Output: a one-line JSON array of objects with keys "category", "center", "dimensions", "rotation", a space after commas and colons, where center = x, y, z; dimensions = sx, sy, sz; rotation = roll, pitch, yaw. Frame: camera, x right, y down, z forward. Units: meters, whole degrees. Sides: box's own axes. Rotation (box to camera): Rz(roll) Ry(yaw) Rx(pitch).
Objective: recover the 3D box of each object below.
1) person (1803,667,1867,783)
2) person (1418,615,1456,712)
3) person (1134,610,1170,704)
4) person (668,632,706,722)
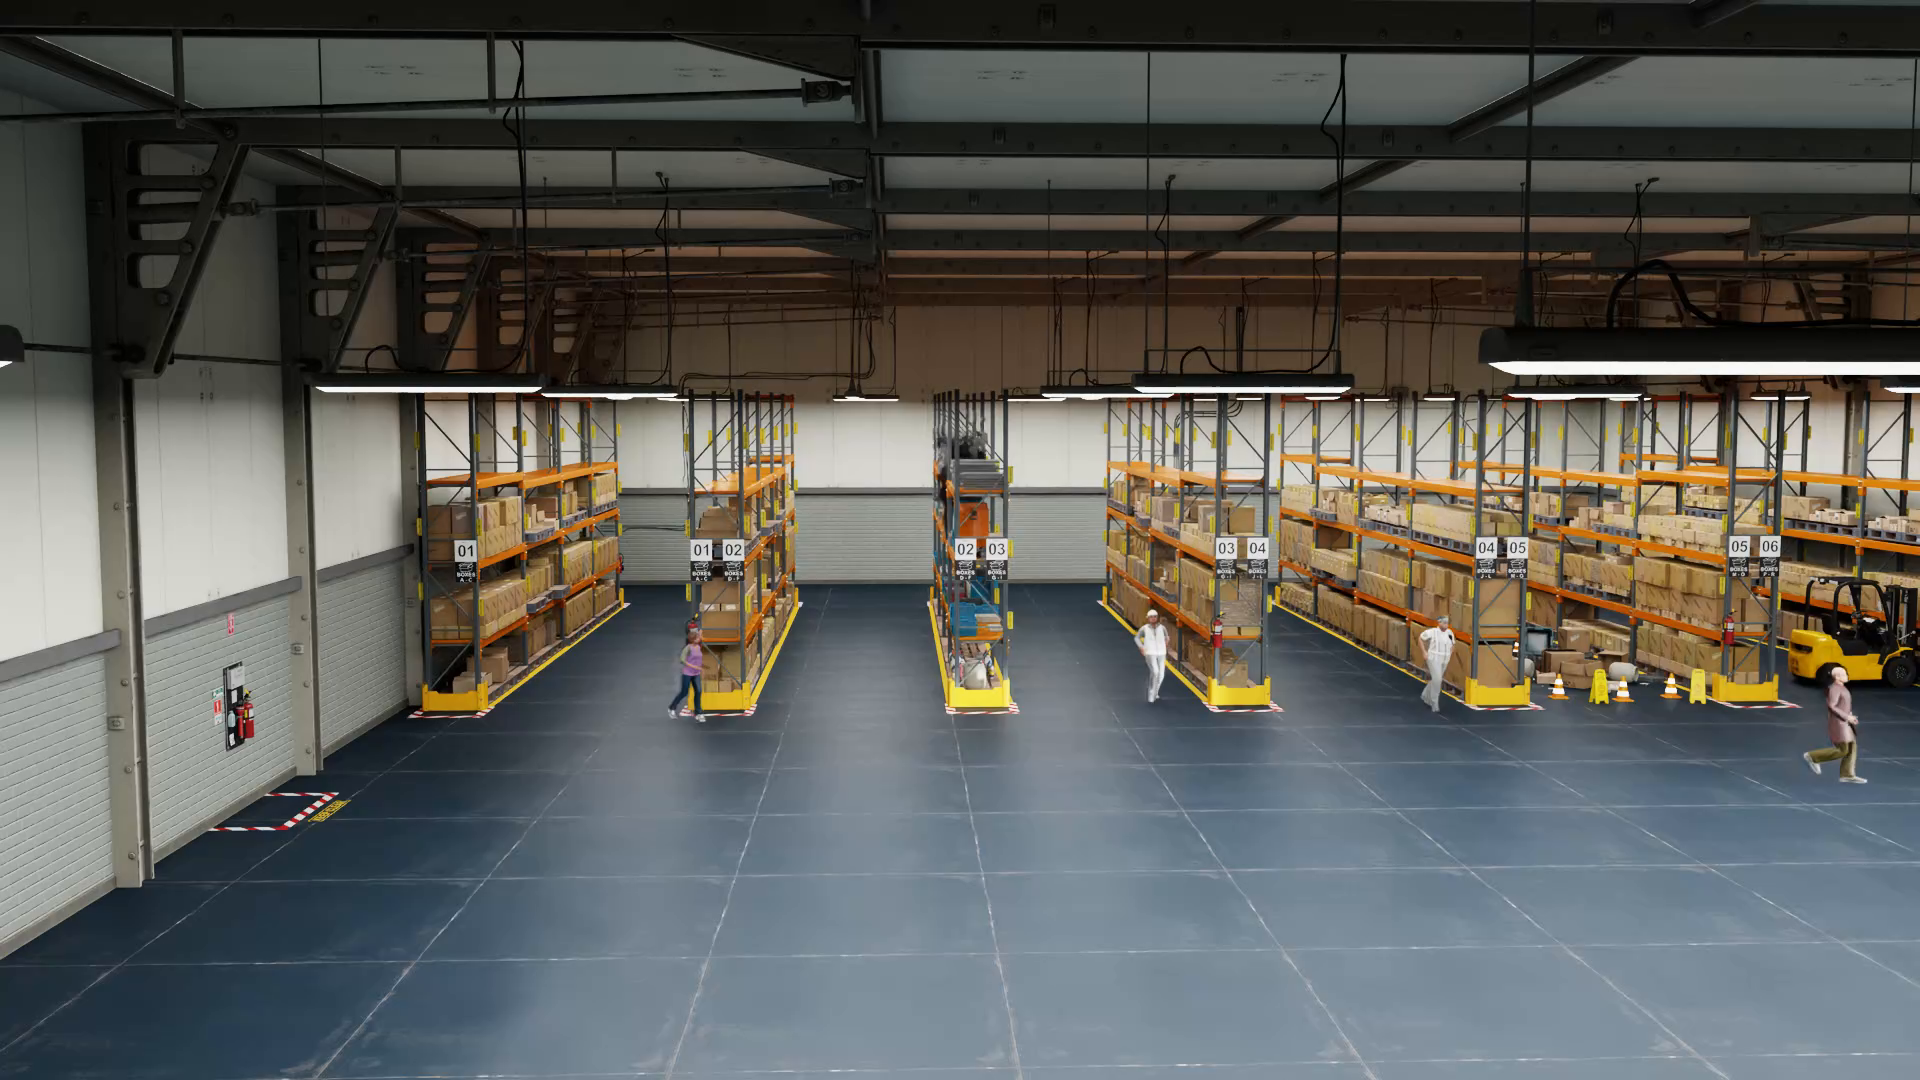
[{"category": "person", "center": [13.268, 2.793, 25.158], "dimensions": [0.865, 1.745, 0.726], "rotation": [3, 5, 31]}, {"category": "person", "center": [9.027, 2.306, 31.393], "dimensions": [0.667, 1.828, 0.783], "rotation": [-2, 5, -23]}, {"category": "person", "center": [3.762, 2.240, 32.118], "dimensions": [0.654, 1.771, 0.657], "rotation": [-1, 5, -11]}, {"category": "person", "center": [-4.836, 2.454, 30.110], "dimensions": [0.828, 1.584, 0.602], "rotation": [3, 6, 34]}]
